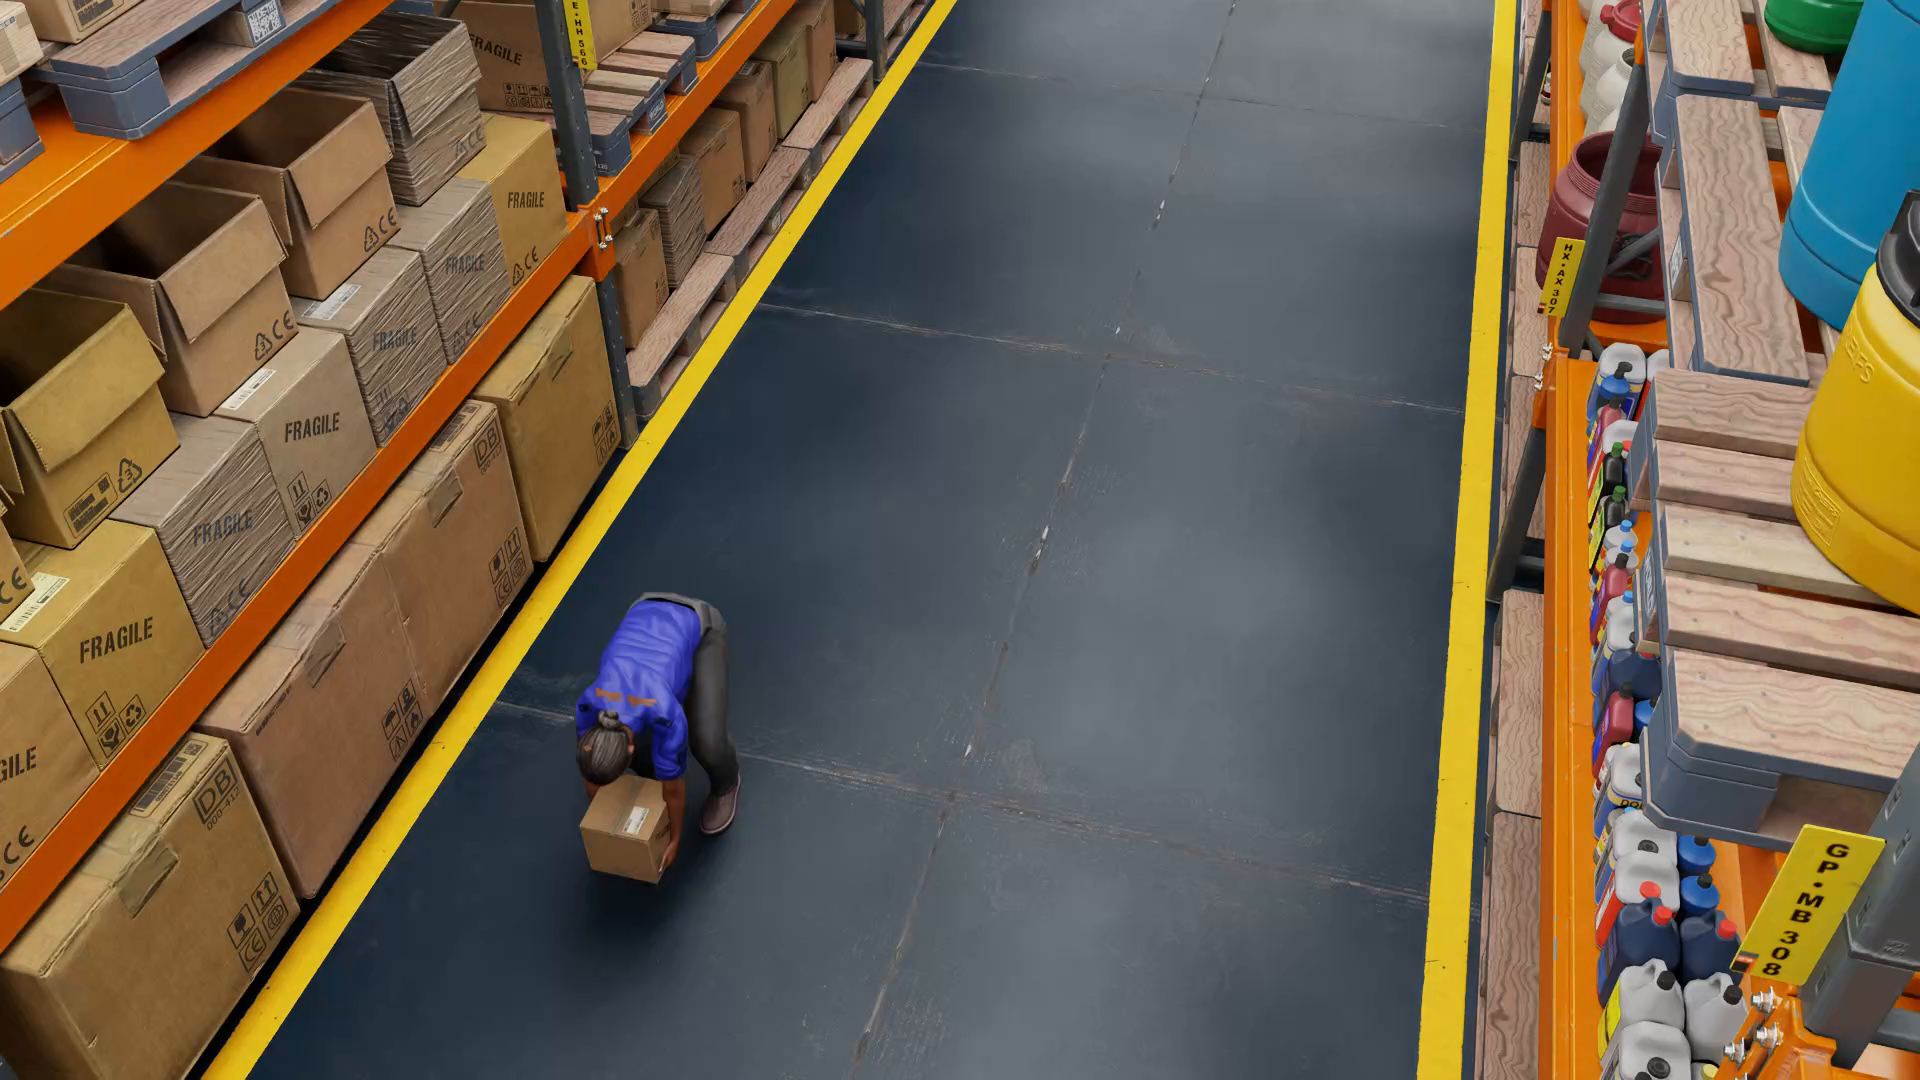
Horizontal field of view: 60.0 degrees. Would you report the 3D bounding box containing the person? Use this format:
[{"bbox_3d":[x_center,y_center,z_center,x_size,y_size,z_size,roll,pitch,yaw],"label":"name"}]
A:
[{"bbox_3d":[-1.062,0.741,5.827,0.432,0.991,0.878,8,42,10],"label":"person"}]
